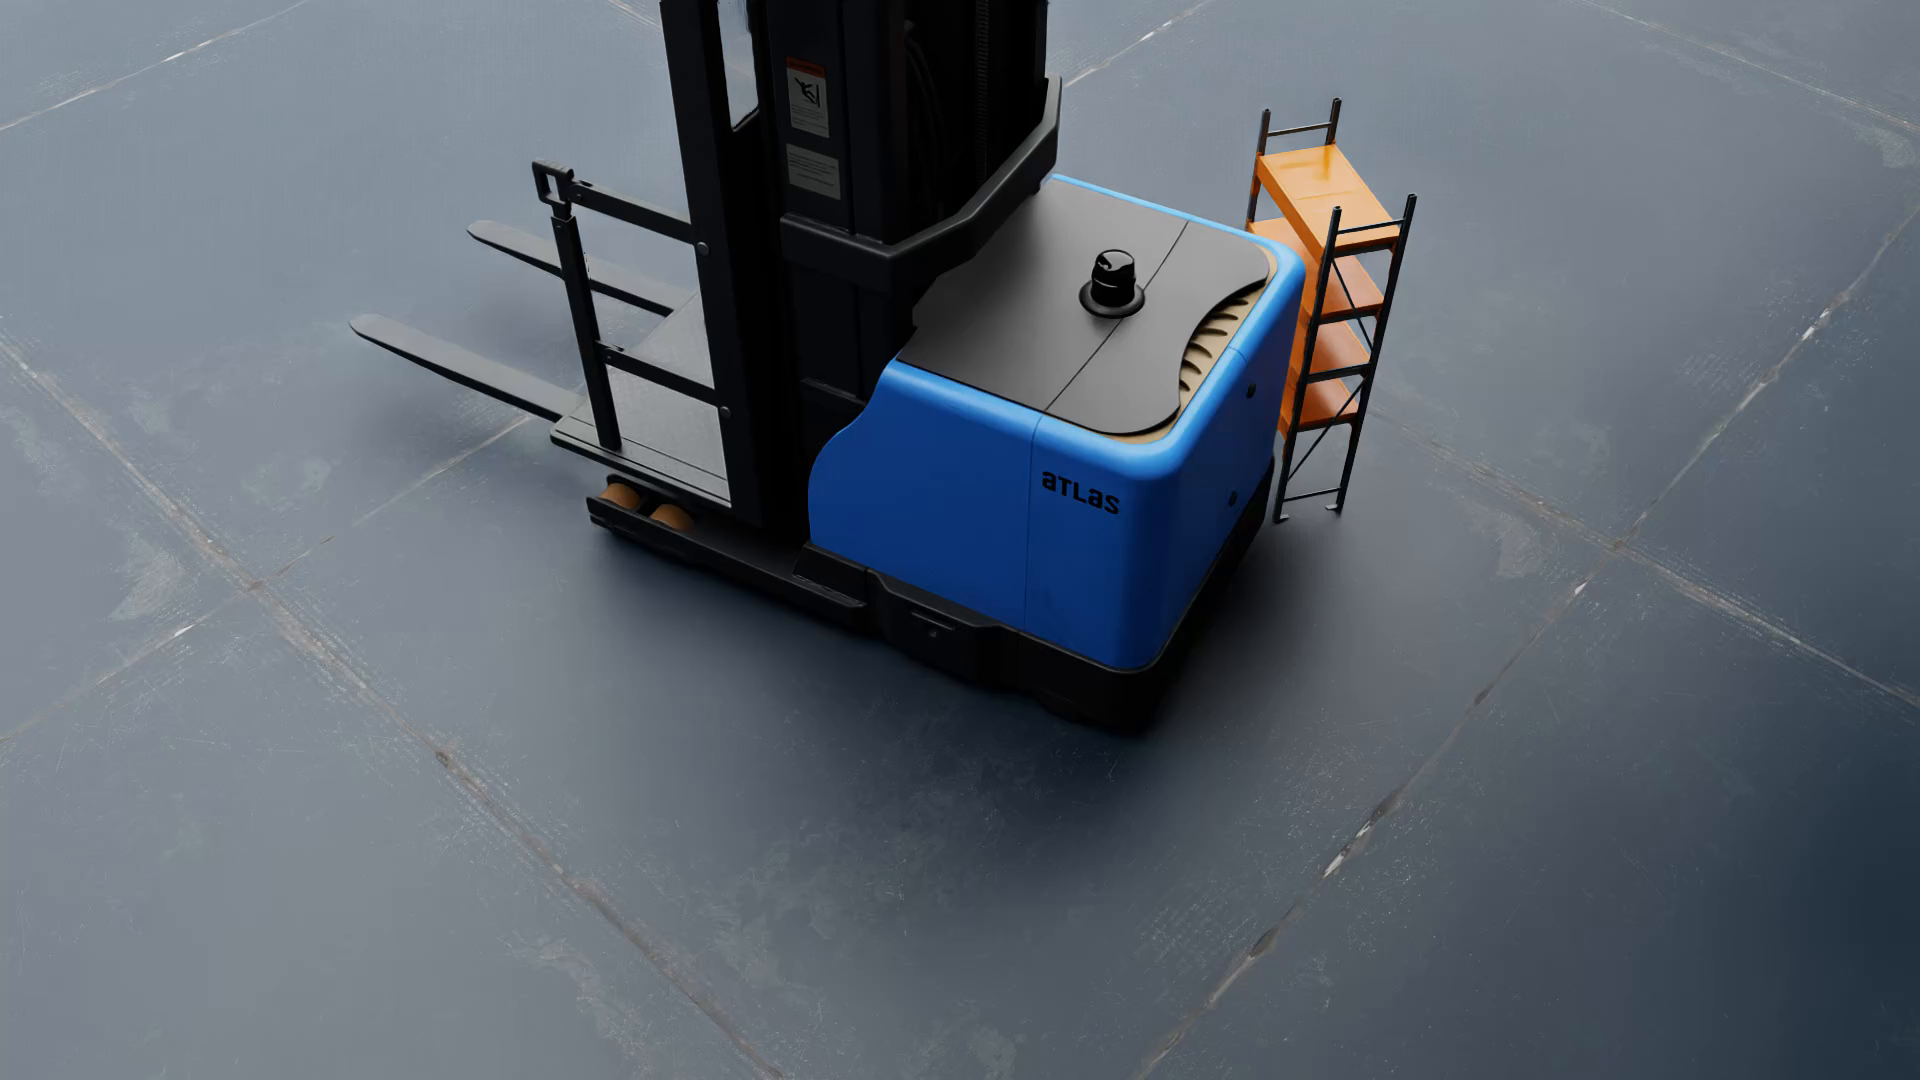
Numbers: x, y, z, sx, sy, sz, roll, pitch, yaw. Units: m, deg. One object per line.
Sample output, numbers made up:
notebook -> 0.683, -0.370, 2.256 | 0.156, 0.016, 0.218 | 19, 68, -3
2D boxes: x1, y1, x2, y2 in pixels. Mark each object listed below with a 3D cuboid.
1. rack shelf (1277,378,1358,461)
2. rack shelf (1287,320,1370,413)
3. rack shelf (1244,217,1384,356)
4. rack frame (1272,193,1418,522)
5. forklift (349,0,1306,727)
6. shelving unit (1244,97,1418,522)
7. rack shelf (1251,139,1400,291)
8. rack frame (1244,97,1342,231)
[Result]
rack shelf -> 1.049, -0.487, 5.249 | 0.258, 0.148, 0.480 | -11, 48, -10
rack shelf -> 1.049, -0.623, 5.104 | 0.258, 0.148, 0.480 | -11, 48, -10
rack shelf -> 1.049, -0.776, 4.941 | 0.258, 0.148, 0.480 | -11, 48, -10
rack frame -> 1.114, -0.497, 4.894 | 0.240, 1.200, 0.015 | -11, 48, -10
forklift -> -0.584, -1.266, 4.428 | 3.031, 2.935, 1.130 | 22, 51, 19
shelving unit -> 1.049, -0.669, 5.055 | 0.258, 1.200, 0.503 | -11, 48, -10
rack shelf -> 1.049, -0.938, 4.768 | 0.258, 0.148, 0.480 | -11, 48, -10
rack frame -> 0.984, -0.840, 5.216 | 0.240, 1.200, 0.015 | -11, 48, -10
